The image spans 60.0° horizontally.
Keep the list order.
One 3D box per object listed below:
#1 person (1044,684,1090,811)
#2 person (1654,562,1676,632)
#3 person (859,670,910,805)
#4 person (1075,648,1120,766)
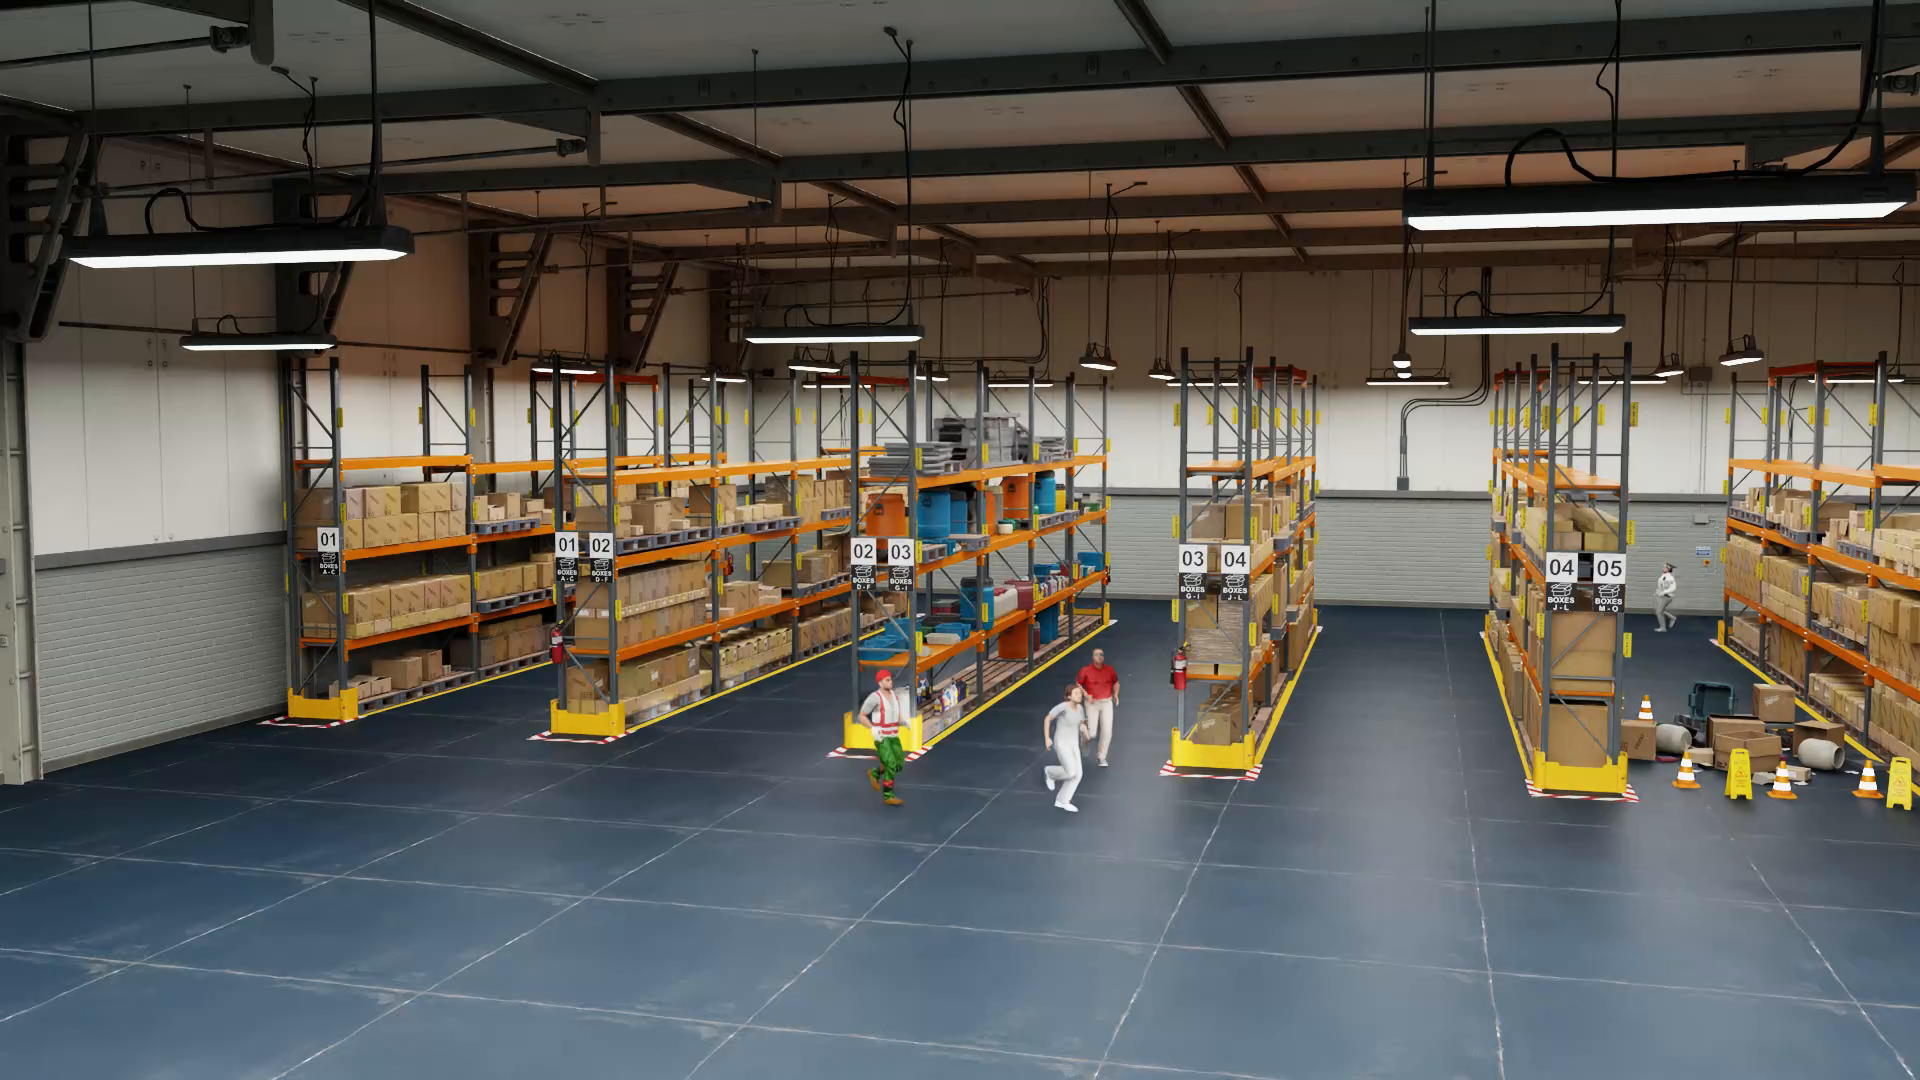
[{"bbox_3d":[1.363,2.649,21.318,0.600,1.620,0.662,-4,6,-41],"label":"person"},{"bbox_3d":[16.510,1.324,38.857,0.578,1.645,0.616,0,4,-1],"label":"person"},{"bbox_3d":[-1.001,2.545,21.585,0.692,1.747,0.651,4,6,43],"label":"person"},{"bbox_3d":[2.001,2.398,24.072,0.667,1.677,0.667,-1,4,-10],"label":"person"}]
